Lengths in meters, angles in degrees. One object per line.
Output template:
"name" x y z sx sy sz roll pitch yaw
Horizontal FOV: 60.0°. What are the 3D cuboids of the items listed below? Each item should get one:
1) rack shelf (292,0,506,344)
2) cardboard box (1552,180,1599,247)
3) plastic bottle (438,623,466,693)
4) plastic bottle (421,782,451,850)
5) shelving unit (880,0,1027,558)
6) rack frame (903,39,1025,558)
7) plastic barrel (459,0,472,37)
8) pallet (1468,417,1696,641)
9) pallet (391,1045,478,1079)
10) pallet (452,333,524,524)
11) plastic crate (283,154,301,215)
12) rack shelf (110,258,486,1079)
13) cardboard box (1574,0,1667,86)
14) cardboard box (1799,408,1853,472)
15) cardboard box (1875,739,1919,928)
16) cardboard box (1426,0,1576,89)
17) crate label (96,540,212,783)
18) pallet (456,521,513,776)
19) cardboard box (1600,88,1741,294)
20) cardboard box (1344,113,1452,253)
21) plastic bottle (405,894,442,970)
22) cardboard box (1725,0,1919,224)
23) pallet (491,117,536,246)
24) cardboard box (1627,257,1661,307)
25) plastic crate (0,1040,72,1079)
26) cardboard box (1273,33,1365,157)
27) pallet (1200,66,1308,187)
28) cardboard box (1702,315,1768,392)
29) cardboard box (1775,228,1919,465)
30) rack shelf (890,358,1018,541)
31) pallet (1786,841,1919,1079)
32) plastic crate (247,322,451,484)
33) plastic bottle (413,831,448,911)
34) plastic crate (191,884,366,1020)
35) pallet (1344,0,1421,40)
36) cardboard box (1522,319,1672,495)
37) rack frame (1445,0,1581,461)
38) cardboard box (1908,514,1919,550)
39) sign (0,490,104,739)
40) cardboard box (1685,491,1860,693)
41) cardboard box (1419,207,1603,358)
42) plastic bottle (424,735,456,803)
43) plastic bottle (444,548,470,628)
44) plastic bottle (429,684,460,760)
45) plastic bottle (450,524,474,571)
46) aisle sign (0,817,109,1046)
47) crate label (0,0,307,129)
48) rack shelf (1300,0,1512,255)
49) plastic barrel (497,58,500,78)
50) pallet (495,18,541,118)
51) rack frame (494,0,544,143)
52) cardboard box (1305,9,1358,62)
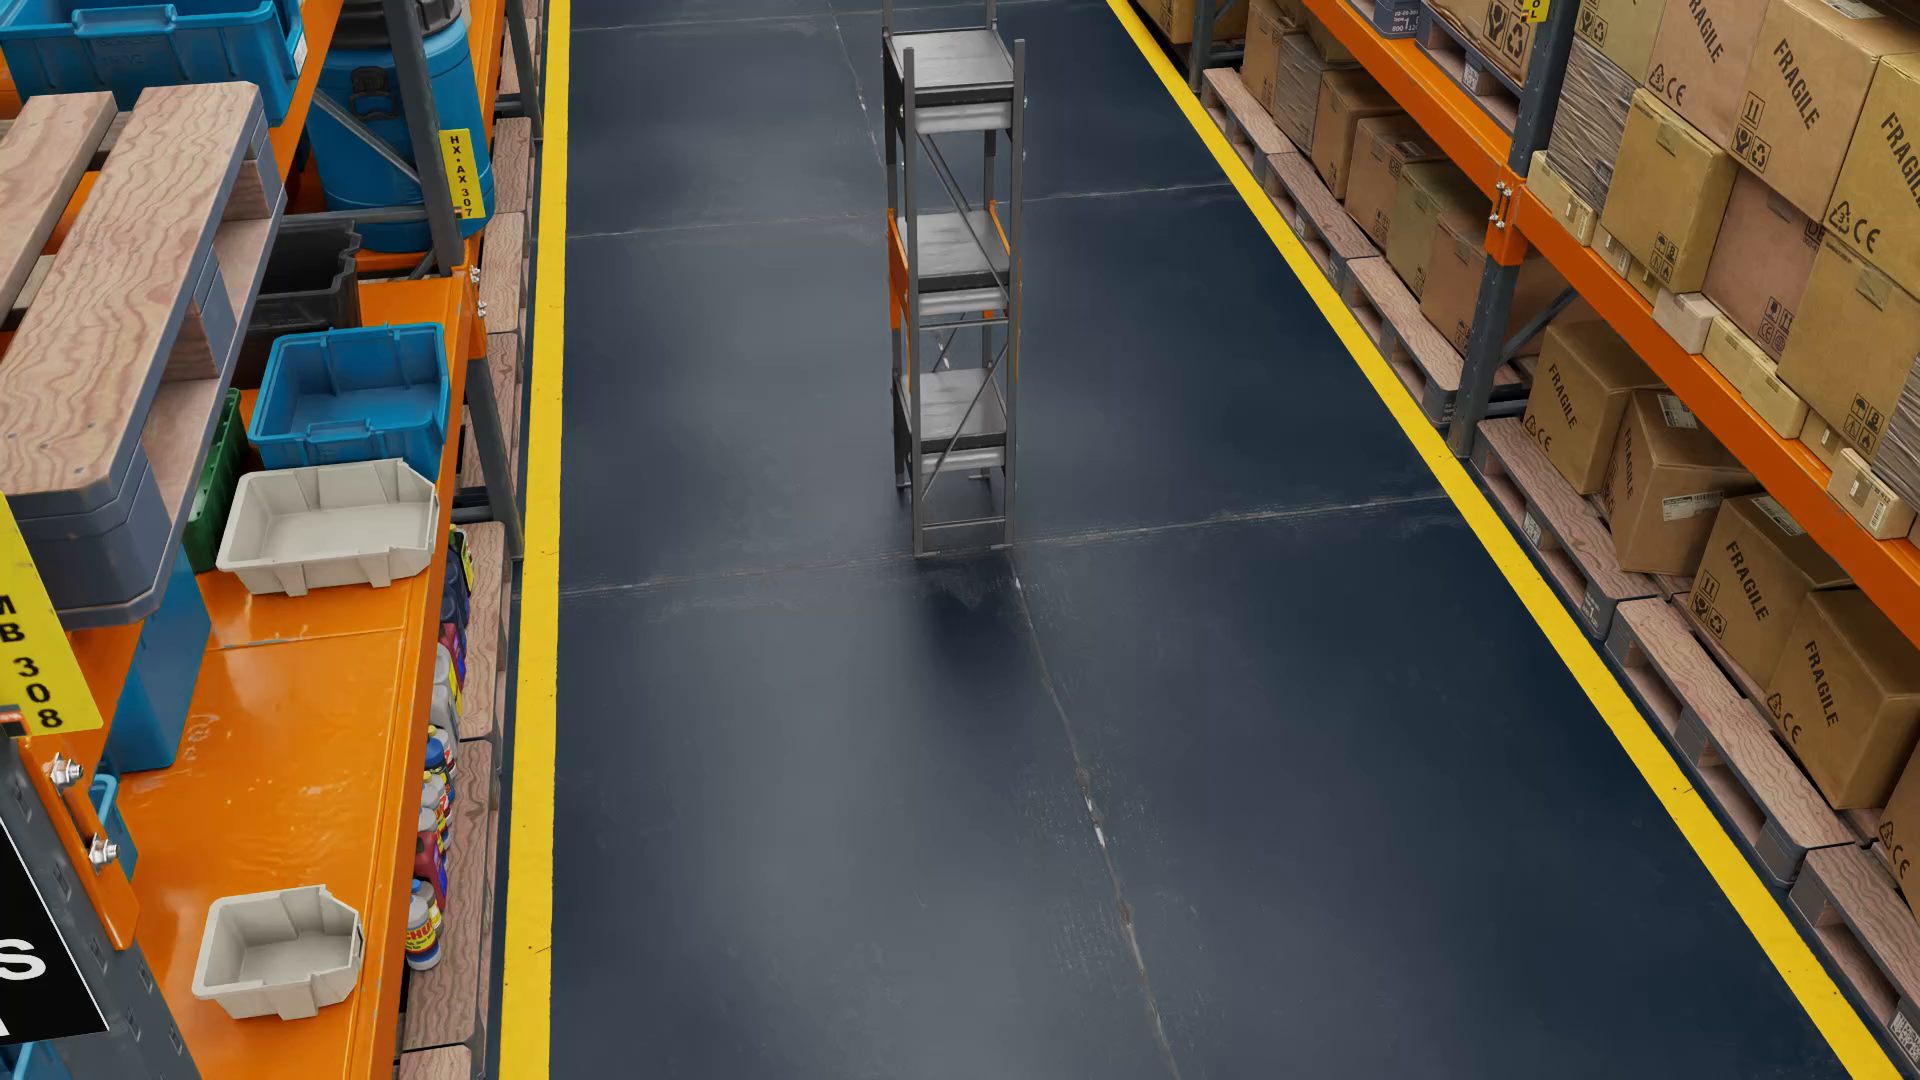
"rack shelf" -2.596 -2.011 7.480 1.077 0.370 4.000 -6 38 -8
"cardboard box" 2.403 -1.206 6.062 0.380 0.149 0.250 -6 38 -8
"plastic bottle" -1.746 0.380 5.672 0.061 0.283 0.133 -4 38 -5
"plastic bottle" -1.633 0.837 5.093 0.097 0.271 0.097 0 38 0
"shelving unit" -0.029 -0.929 6.235 0.431 2.100 0.503 -6 38 -8
"rack frame" 0.014 -0.782 6.045 0.400 2.100 0.015 -6 38 -8
"plastic barrel" -2.402 -2.447 7.344 0.433 0.535 0.433 0 38 0
"pallet" 2.783 -0.117 6.728 1.003 0.211 1.213 -6 38 -8
"pallet" -1.741 1.898 4.135 1.003 0.211 1.213 -6 38 -8
"pallet" -2.421 -0.456 7.165 1.003 0.211 1.213 -6 38 -8
"plastic crate" -2.632 -1.372 6.019 0.402 0.464 0.583 -6 38 -8
"rack shelf" -1.895 0.405 4.370 1.077 0.370 4.000 -6 38 -8
"cardboard box" 2.459 -1.872 5.576 0.500 0.500 0.500 -6 38 -8
"cardboard box" 2.737 -0.308 4.906 0.380 0.149 0.250 -6 38 -8
"cardboard box" 3.100 0.881 4.866 0.500 0.500 0.500 3 38 4
"cardboard box" 2.629 -2.517 6.714 1.000 1.000 1.000 -6 38 -8
"crate label" -2.133 0.232 3.977 0.502 0.435 0.616 -6 38 -8
"pallet" -2.169 0.424 6.032 1.003 0.211 1.213 -6 38 -8
"cardboard box" 2.702 -1.192 5.516 0.875 0.500 0.500 -6 38 -8
"cardboard box" 2.381 -1.808 8.311 0.700 0.500 0.500 -9 39 -12
"plastic bottle" -1.555 1.104 4.749 0.097 0.271 0.097 0 38 0
"cardboard box" 2.636 -1.269 4.799 0.500 0.500 0.500 -6 38 -8
"pallet" -2.849 -1.930 9.062 1.003 0.211 1.213 -6 38 -8
"cardboard box" 2.528 -0.908 5.679 0.380 0.149 0.250 -6 38 -8
"plastic crate" -1.927 1.118 2.988 0.499 0.251 0.616 -6 38 -8
"cardboard box" 2.176 -2.486 9.184 0.700 0.500 0.500 -9 39 -12
"pallet" 2.065 -2.462 9.748 1.003 0.211 1.213 -6 38 -8
"cardboard box" 2.616 -0.606 5.290 0.380 0.149 0.250 -6 38 -8
"cardboard box" 2.936 -0.595 4.747 0.875 0.500 0.500 -6 38 -8
"rack shelf" -0.029 -0.366 6.672 0.431 0.518 0.480 -6 38 -8
"pallet" 3.211 1.357 4.831 1.003 0.211 1.213 -6 38 -8
"plastic crate" -1.784 -0.389 4.927 0.499 0.251 0.616 -6 38 -8
"plastic bottle" -1.577 0.961 4.924 0.061 0.283 0.133 -6 38 -7
"plastic crate" -1.384 0.858 3.416 0.298 0.136 0.250 -6 38 -8
"pallet" 2.317 -2.769 8.025 1.003 0.211 1.213 -6 38 -8
"cardboard box" 2.661 -0.553 6.712 0.500 0.500 0.500 -7 38 -9
"rack frame" 2.631 -1.620 6.390 1.000 3.000 0.127 -6 38 -8
"cardboard box" 2.843 -0.008 4.520 0.380 0.149 0.250 -6 38 -8
"sign" -1.002 0.084 1.744 0.100 0.325 0.005 -6 38 -8
"cardboard box" 2.956 0.159 5.795 0.500 0.500 0.500 -9 39 -12
"cardboard box" 2.544 -1.180 7.502 0.700 0.500 0.500 -9 39 -11
"plastic bottle" -1.668 0.714 5.251 0.097 0.271 0.097 0 38 0
"plastic bottle" -1.849 0.143 5.921 0.144 0.351 0.185 -7 38 -9
"plastic bottle" -1.734 0.582 5.417 0.152 0.276 0.135 -6 38 -7
"plastic bottle" -1.875 0.030 6.189 0.097 0.201 0.097 0 38 0
"aisle sign" -1.243 0.314 1.781 0.394 0.787 0.004 -6 38 -8
"crate label" -1.547 -0.963 3.221 0.502 0.251 0.408 -6 38 -8
"rack shelf" 2.280 -2.544 8.166 1.077 0.370 4.000 -6 38 -8
"plastic barrel" -3.049 -3.106 9.729 0.600 0.830 0.708 -6 38 -8
"pallet" -3.126 -2.874 10.277 1.003 0.211 1.213 -6 38 -8
"rack frame" -2.947 -3.503 8.814 1.000 3.000 0.127 -6 38 -8
"cardboard box" 2.179 -2.798 8.974 0.500 0.250 0.500 -2 38 -3
